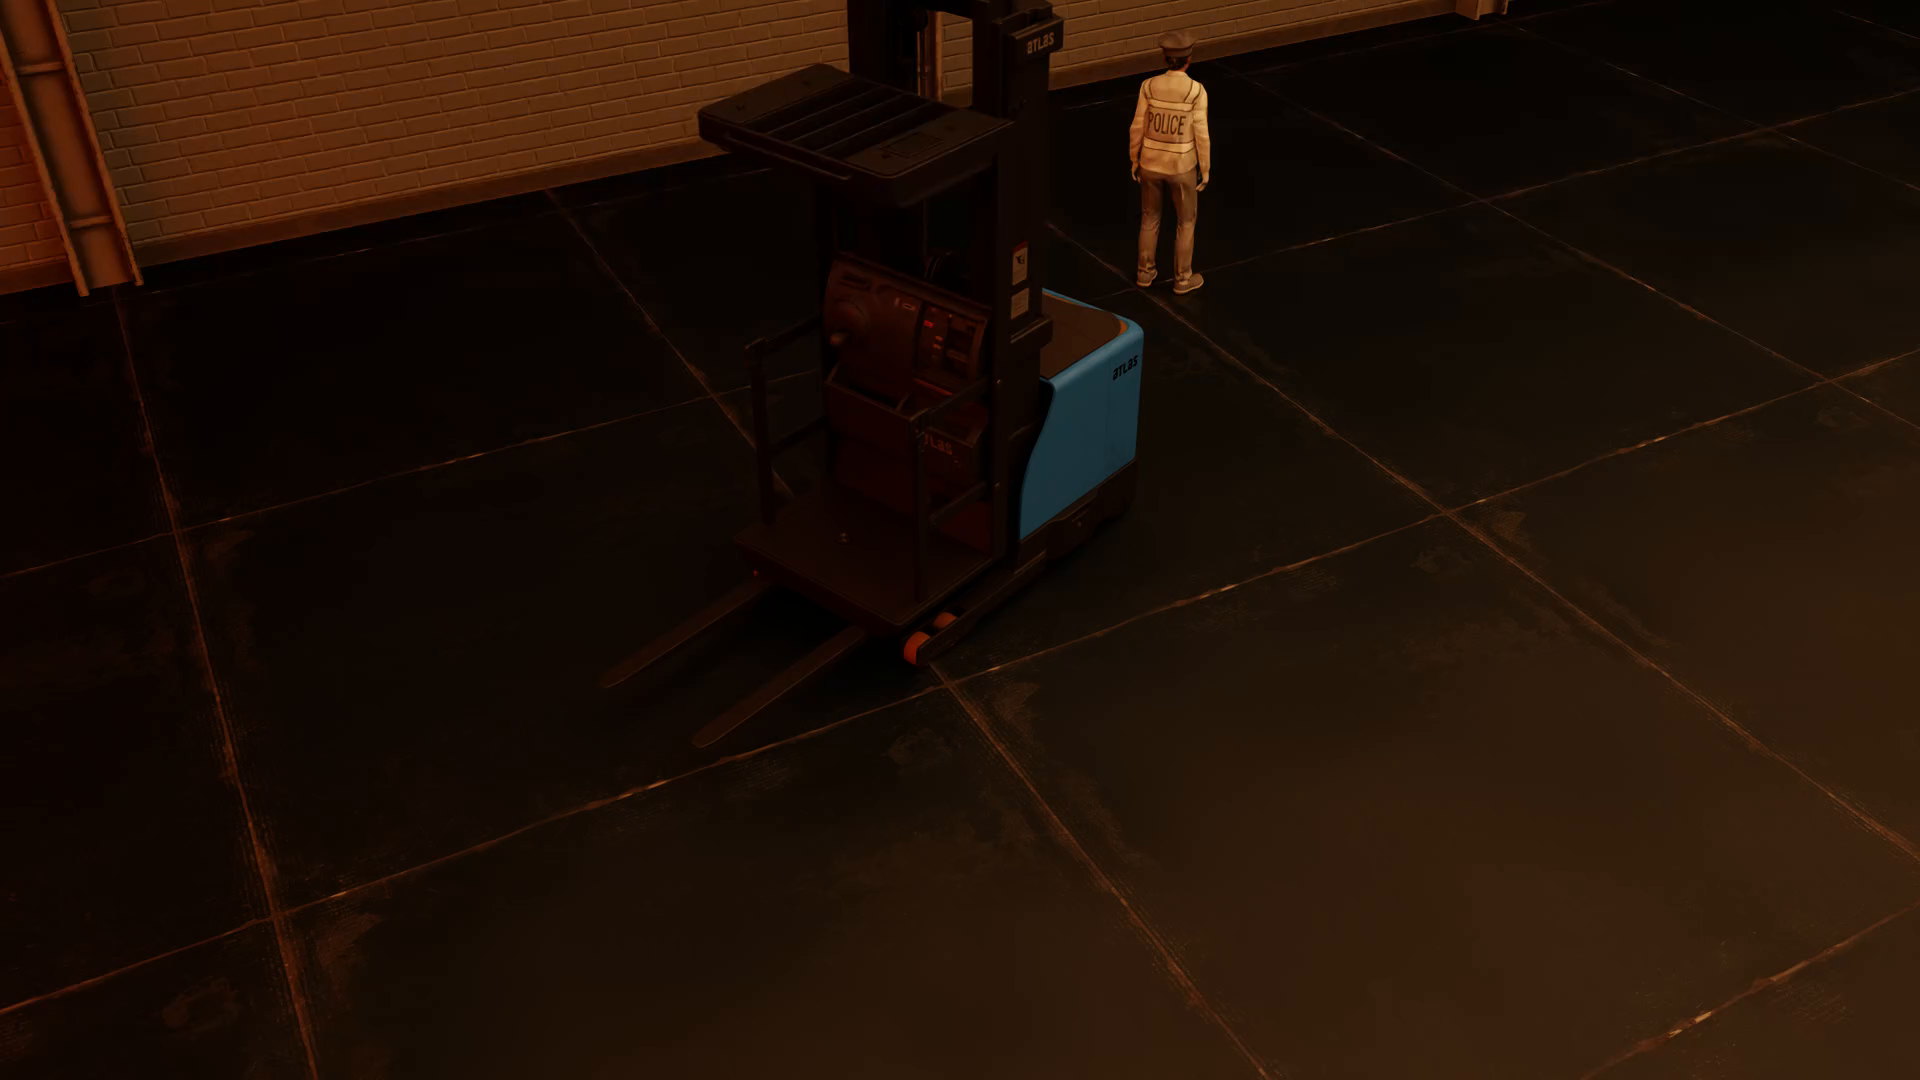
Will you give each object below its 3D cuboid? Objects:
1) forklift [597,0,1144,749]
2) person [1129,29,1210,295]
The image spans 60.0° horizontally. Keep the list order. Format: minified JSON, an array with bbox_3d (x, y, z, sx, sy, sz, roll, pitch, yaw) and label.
[{"bbox_3d":[-0.390,-0.927,7.434,1.130,2.935,3.031,26,43,31],"label":"forklift"},{"bbox_3d":[1.333,-2.374,10.591,0.528,1.653,0.376,14,38,19],"label":"person"}]
